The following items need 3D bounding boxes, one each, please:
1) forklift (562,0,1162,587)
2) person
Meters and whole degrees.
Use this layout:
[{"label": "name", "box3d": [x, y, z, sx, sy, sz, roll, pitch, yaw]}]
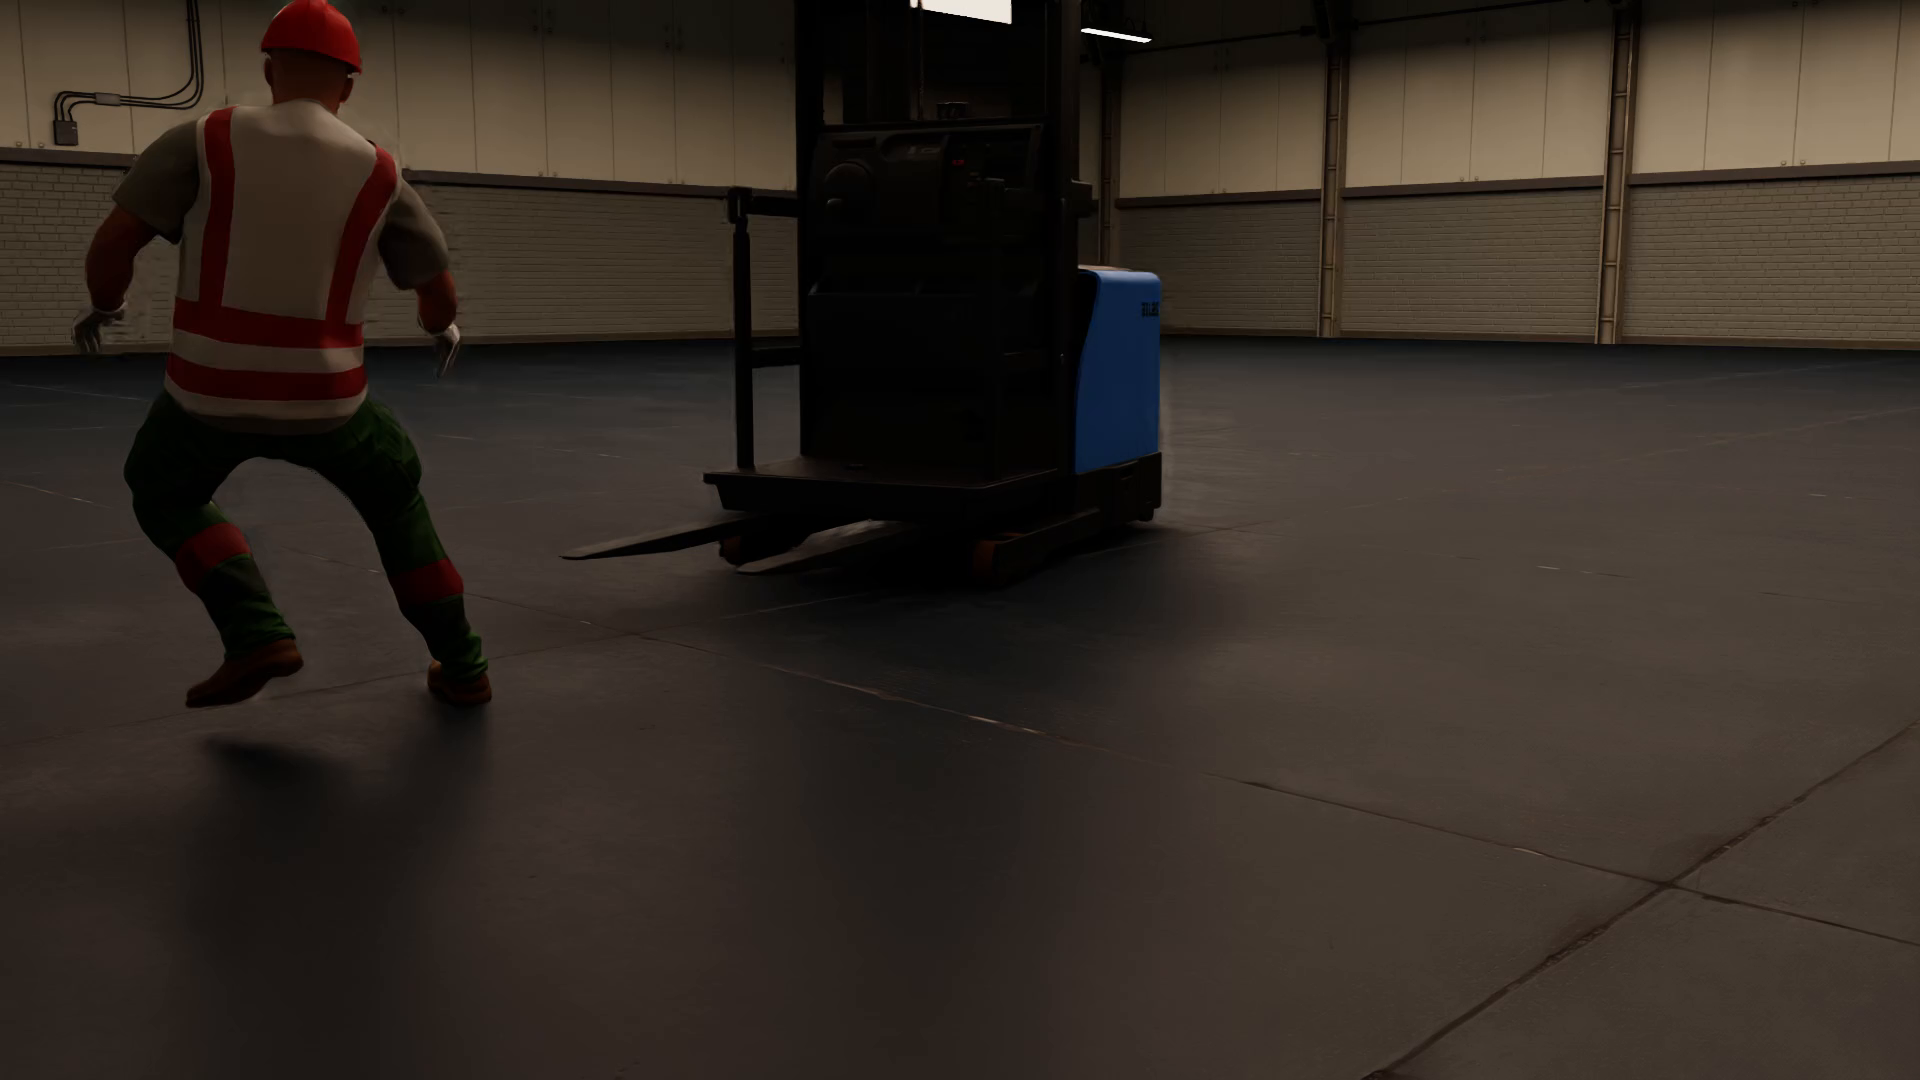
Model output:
[{"label": "forklift", "box3d": [-0.222, -1.362, 5.917, 1.130, 2.935, 3.031, 4, 9, 25]}, {"label": "person", "box3d": [-1.535, -0.378, 3.794, 0.856, 1.625, 0.697, -4, 10, -26]}]
